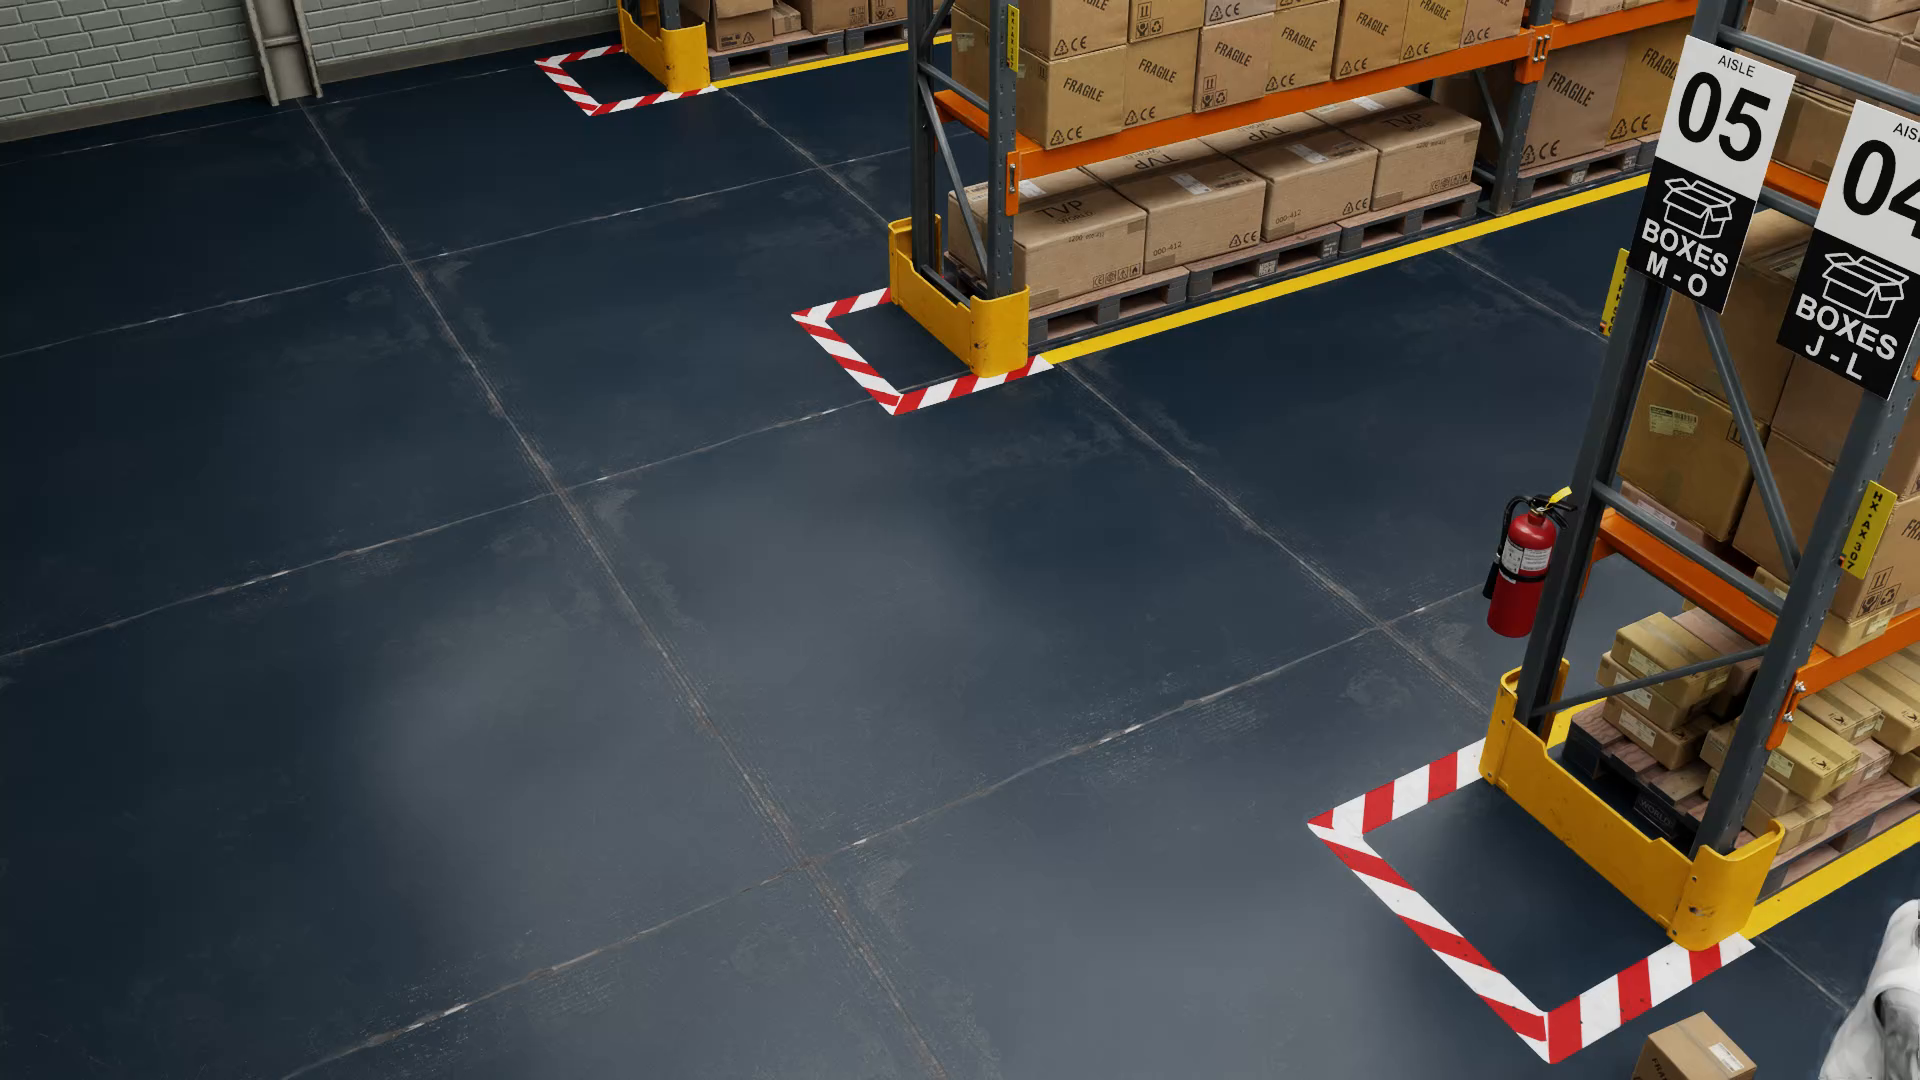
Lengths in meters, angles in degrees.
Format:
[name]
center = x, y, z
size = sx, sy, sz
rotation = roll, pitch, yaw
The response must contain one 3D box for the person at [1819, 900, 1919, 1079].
[person]
center = 2.674, 1.614, 4.762
size = 0.555, 1.845, 0.575
rotation = 26, 44, 30
